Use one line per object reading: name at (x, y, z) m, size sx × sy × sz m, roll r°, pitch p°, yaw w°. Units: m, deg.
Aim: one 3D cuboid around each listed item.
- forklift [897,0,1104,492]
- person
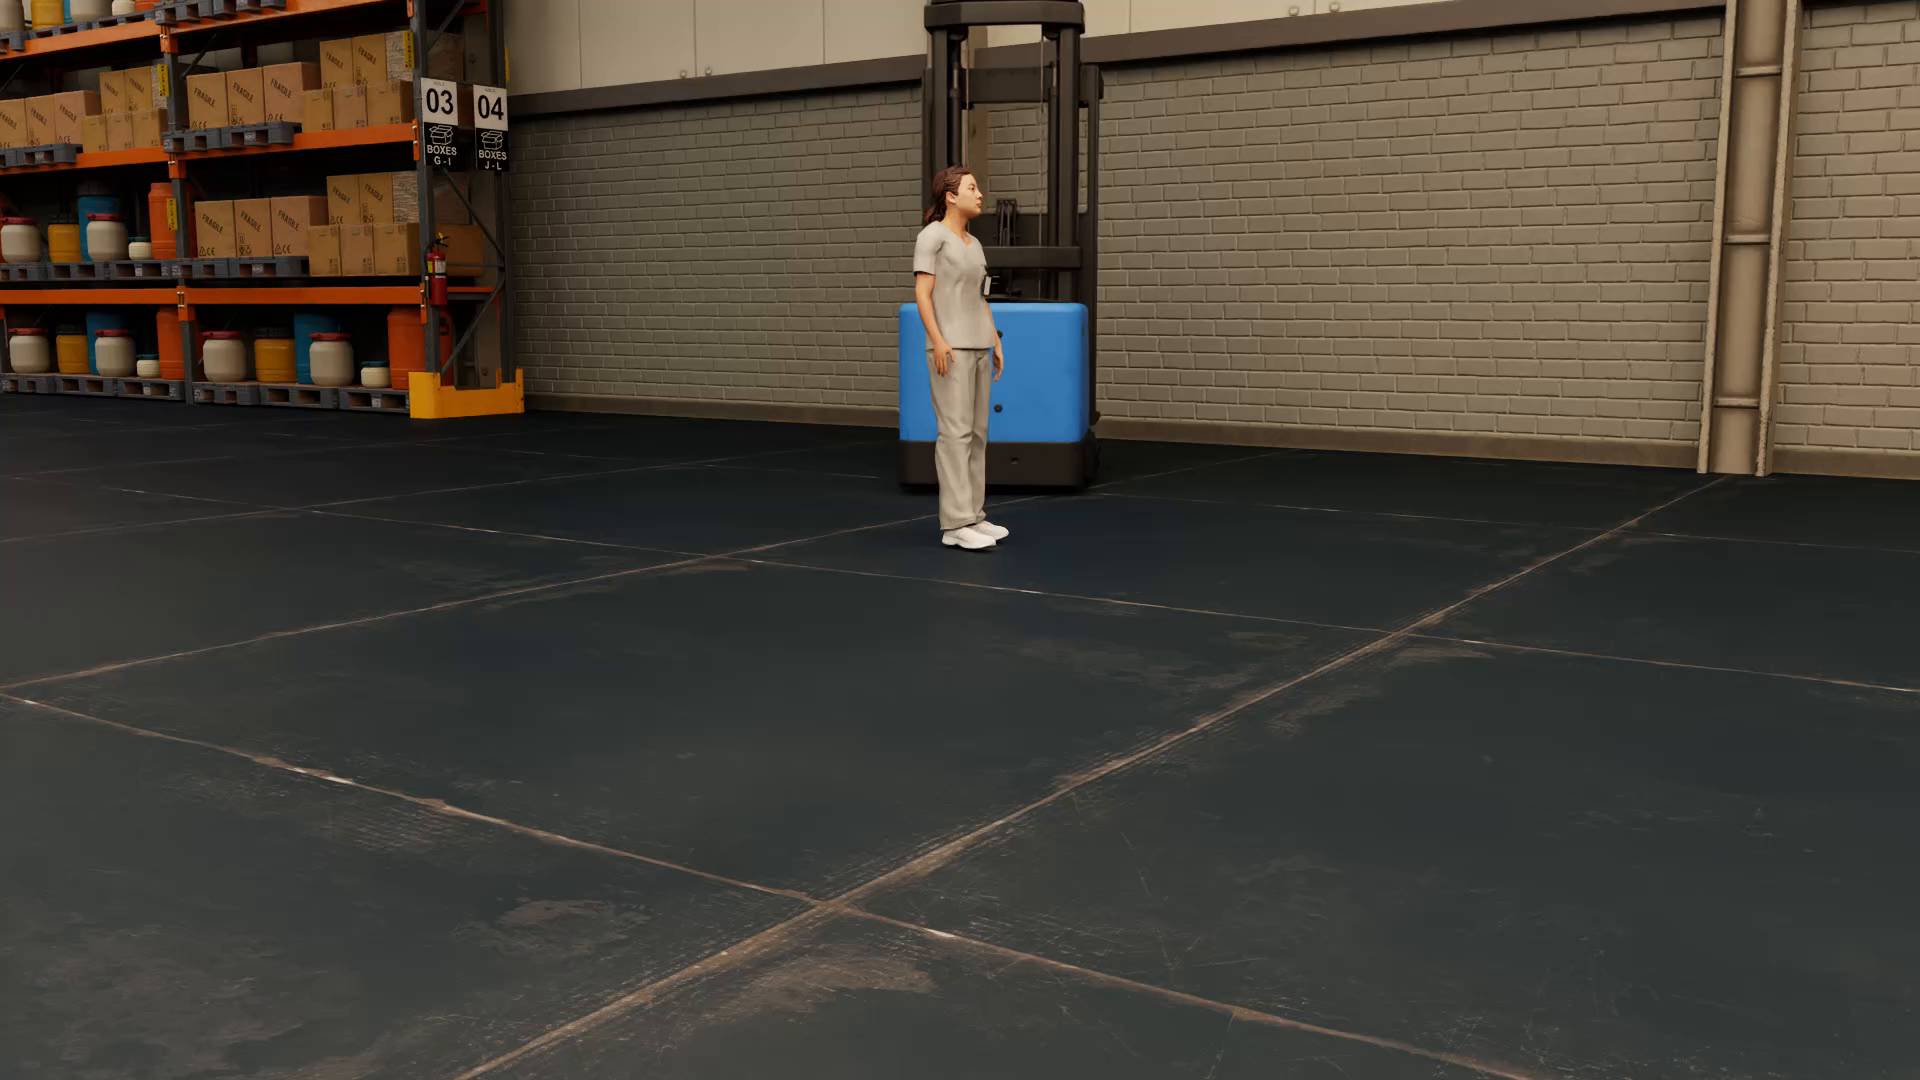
forklift at (0.338, -1.898, 10.539) m, size 1.130 × 2.935 × 3.031 m, roll 1°, pitch 8°, yaw 7°
person at (0.060, -0.809, 7.431) m, size 0.532 × 1.633 × 0.550 m, roll 5°, pitch 10°, yaw 34°
